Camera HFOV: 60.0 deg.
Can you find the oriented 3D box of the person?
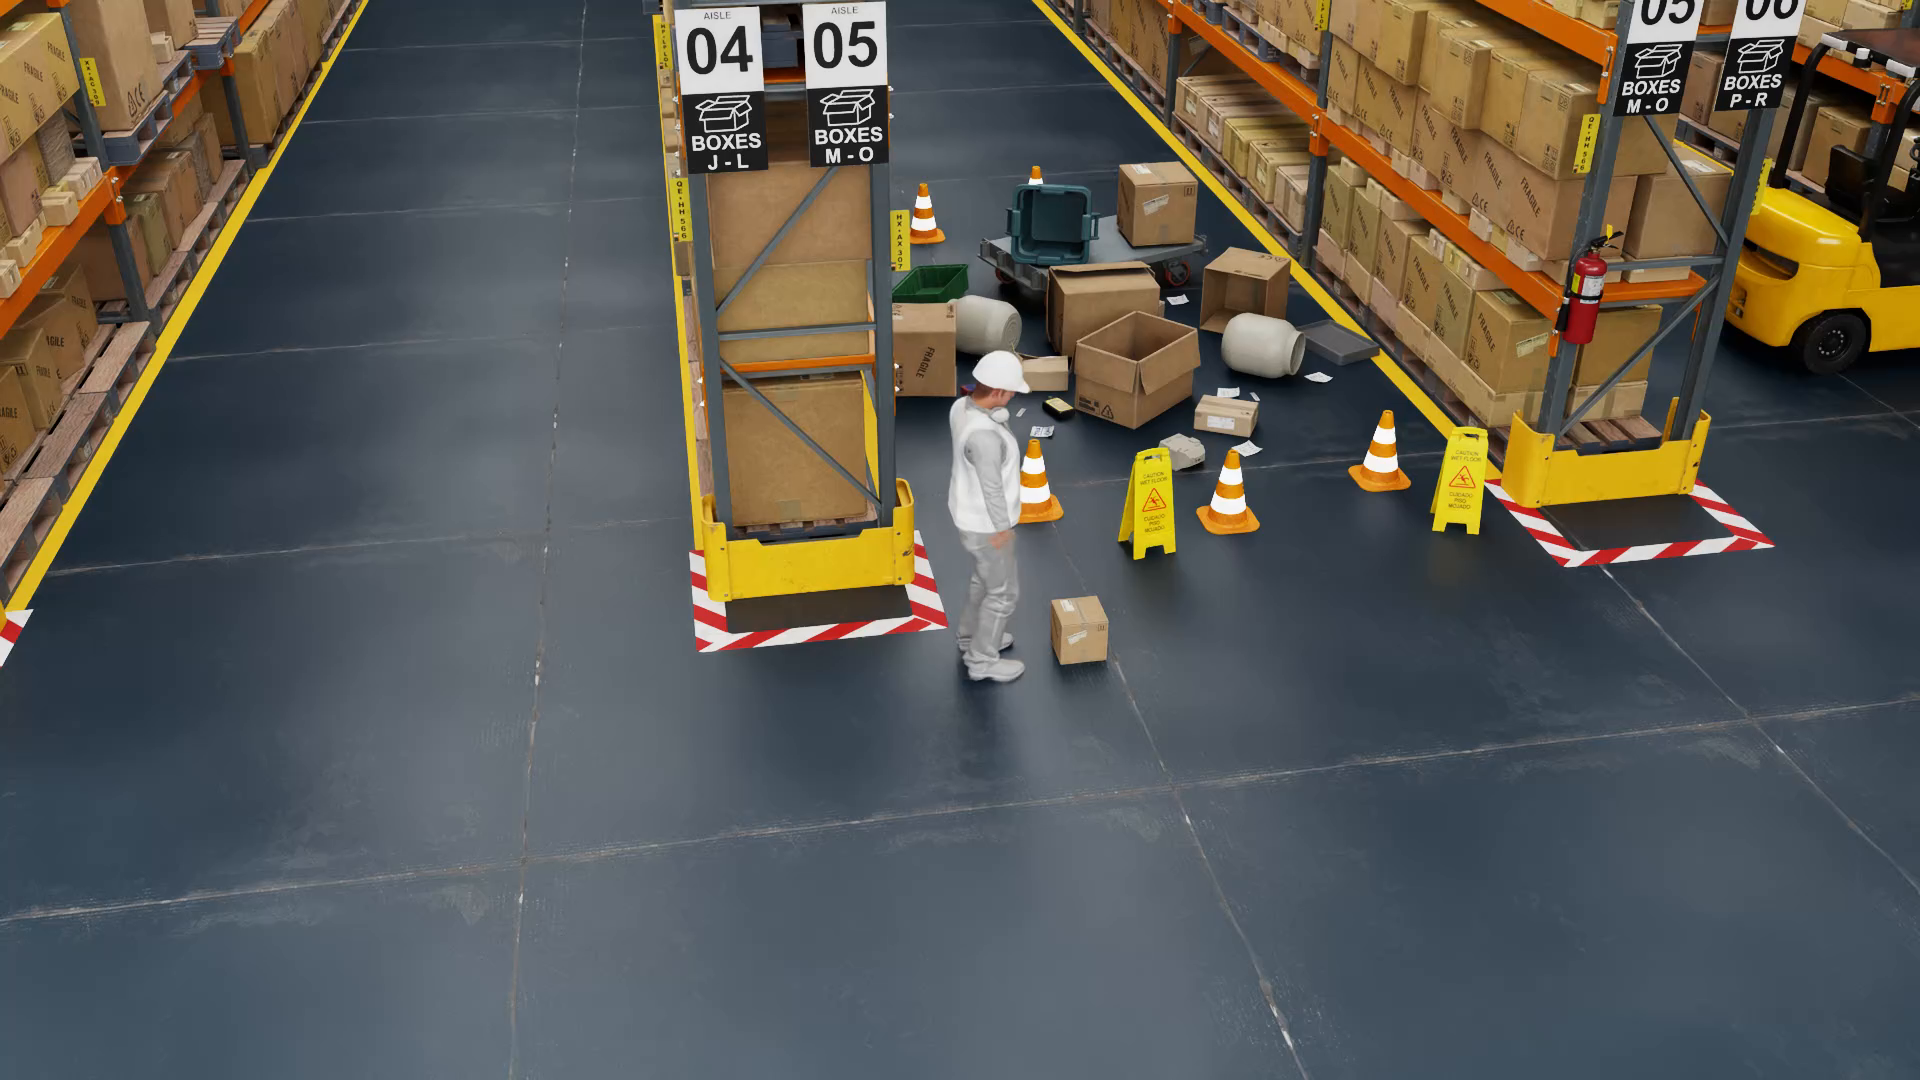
[{"bbox_3d":[0.143,-0.136,8.367,0.389,1.757,0.540,-5,31,-8],"label":"person"}]
